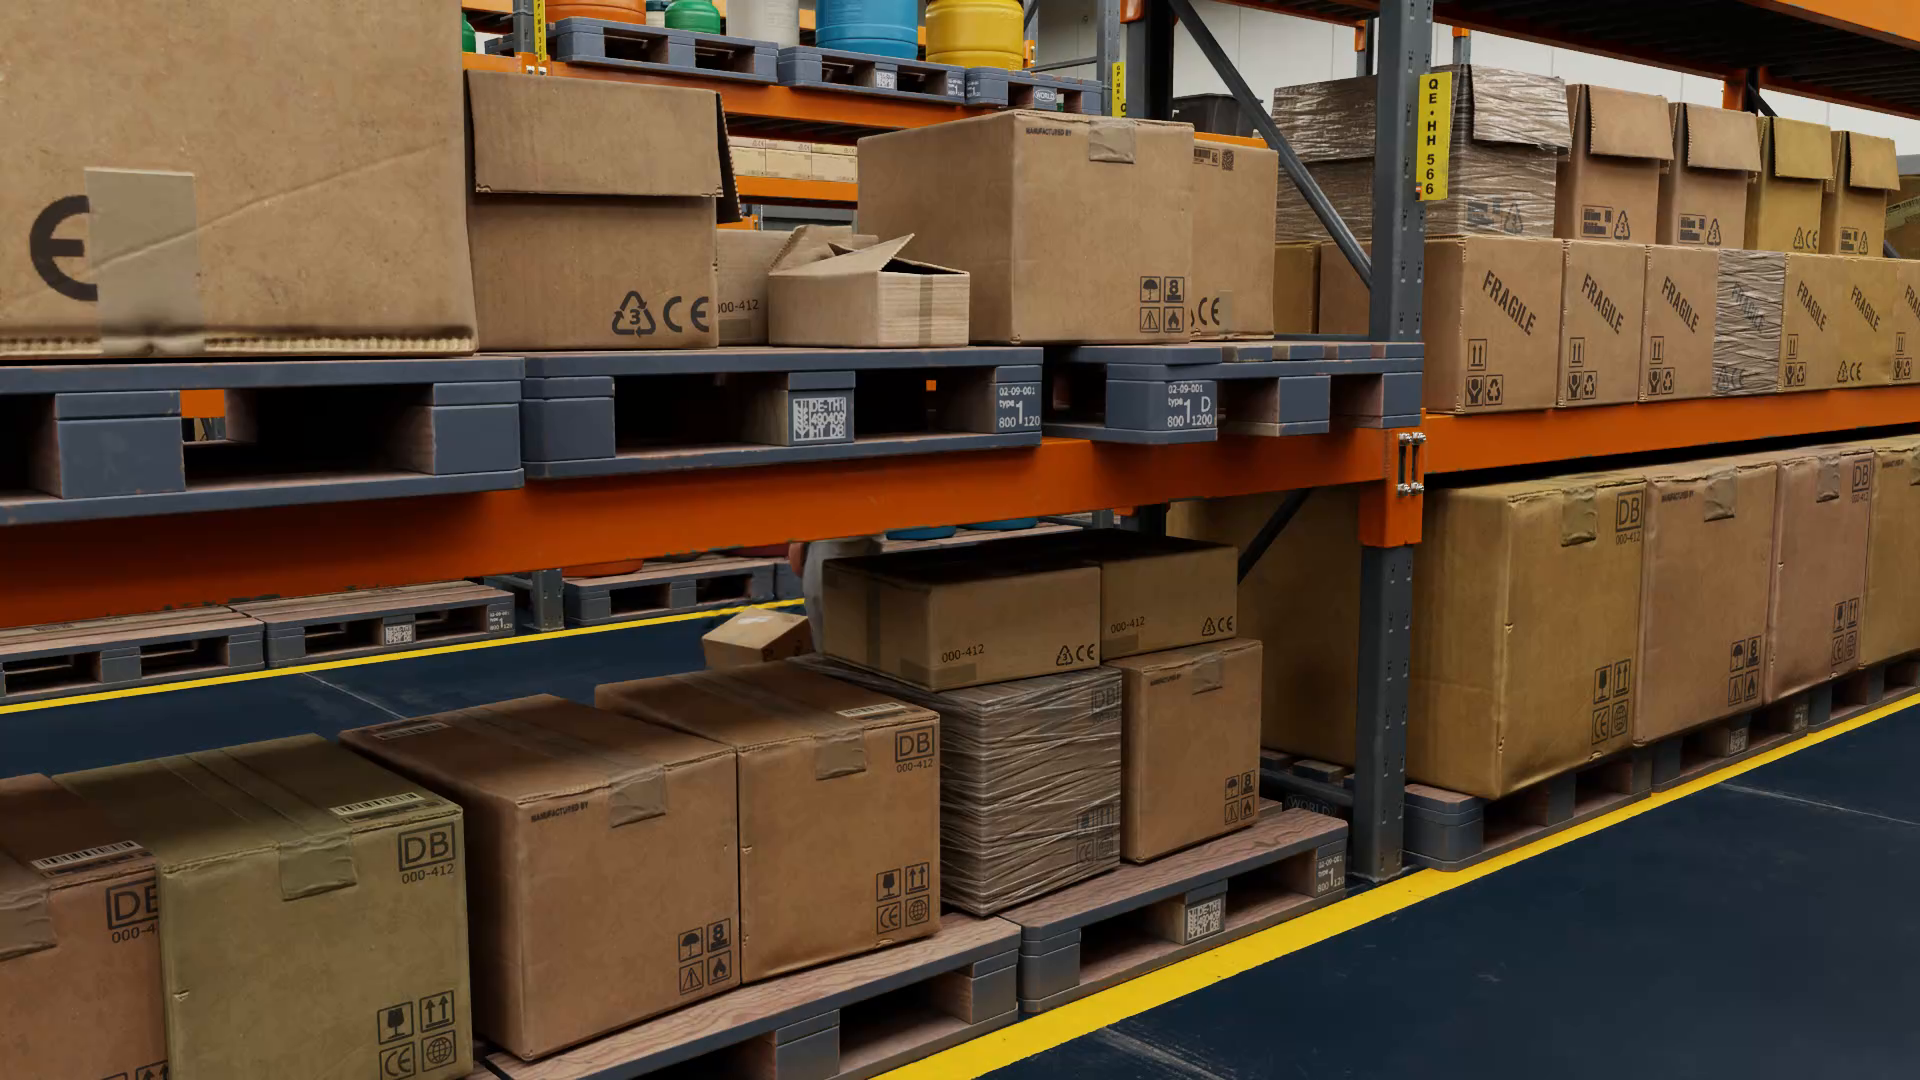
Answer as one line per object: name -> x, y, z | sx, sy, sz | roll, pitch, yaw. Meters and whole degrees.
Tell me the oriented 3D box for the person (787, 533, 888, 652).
person -> -0.461, 0.010, 5.718 | 0.434, 1.602, 0.430 | 4, 9, 27
